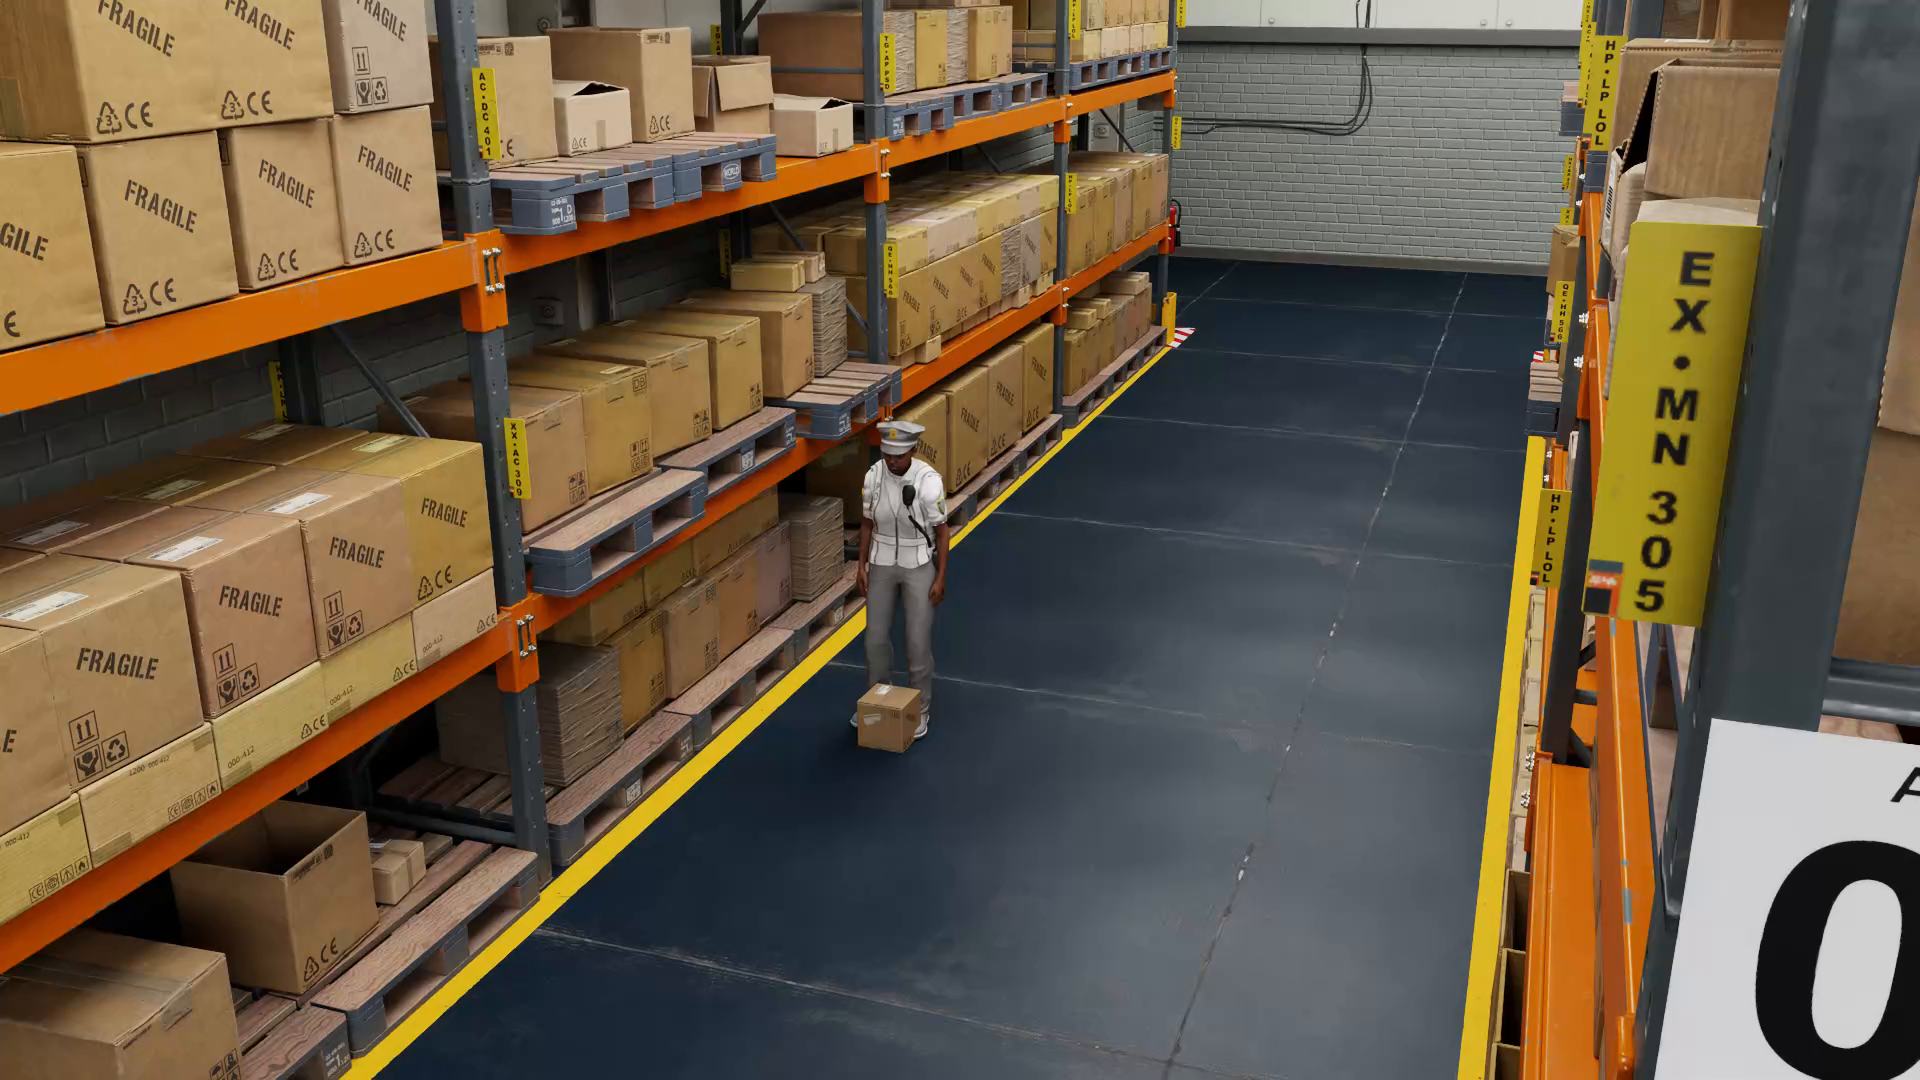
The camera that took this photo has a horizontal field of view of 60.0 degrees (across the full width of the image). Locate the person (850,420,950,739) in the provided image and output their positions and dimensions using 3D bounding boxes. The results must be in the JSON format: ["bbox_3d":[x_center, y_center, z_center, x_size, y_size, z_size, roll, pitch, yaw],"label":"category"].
[{"bbox_3d":[-0.306,0.180,8.538,0.503,1.656,0.421,6,20,18],"label":"person"}]
